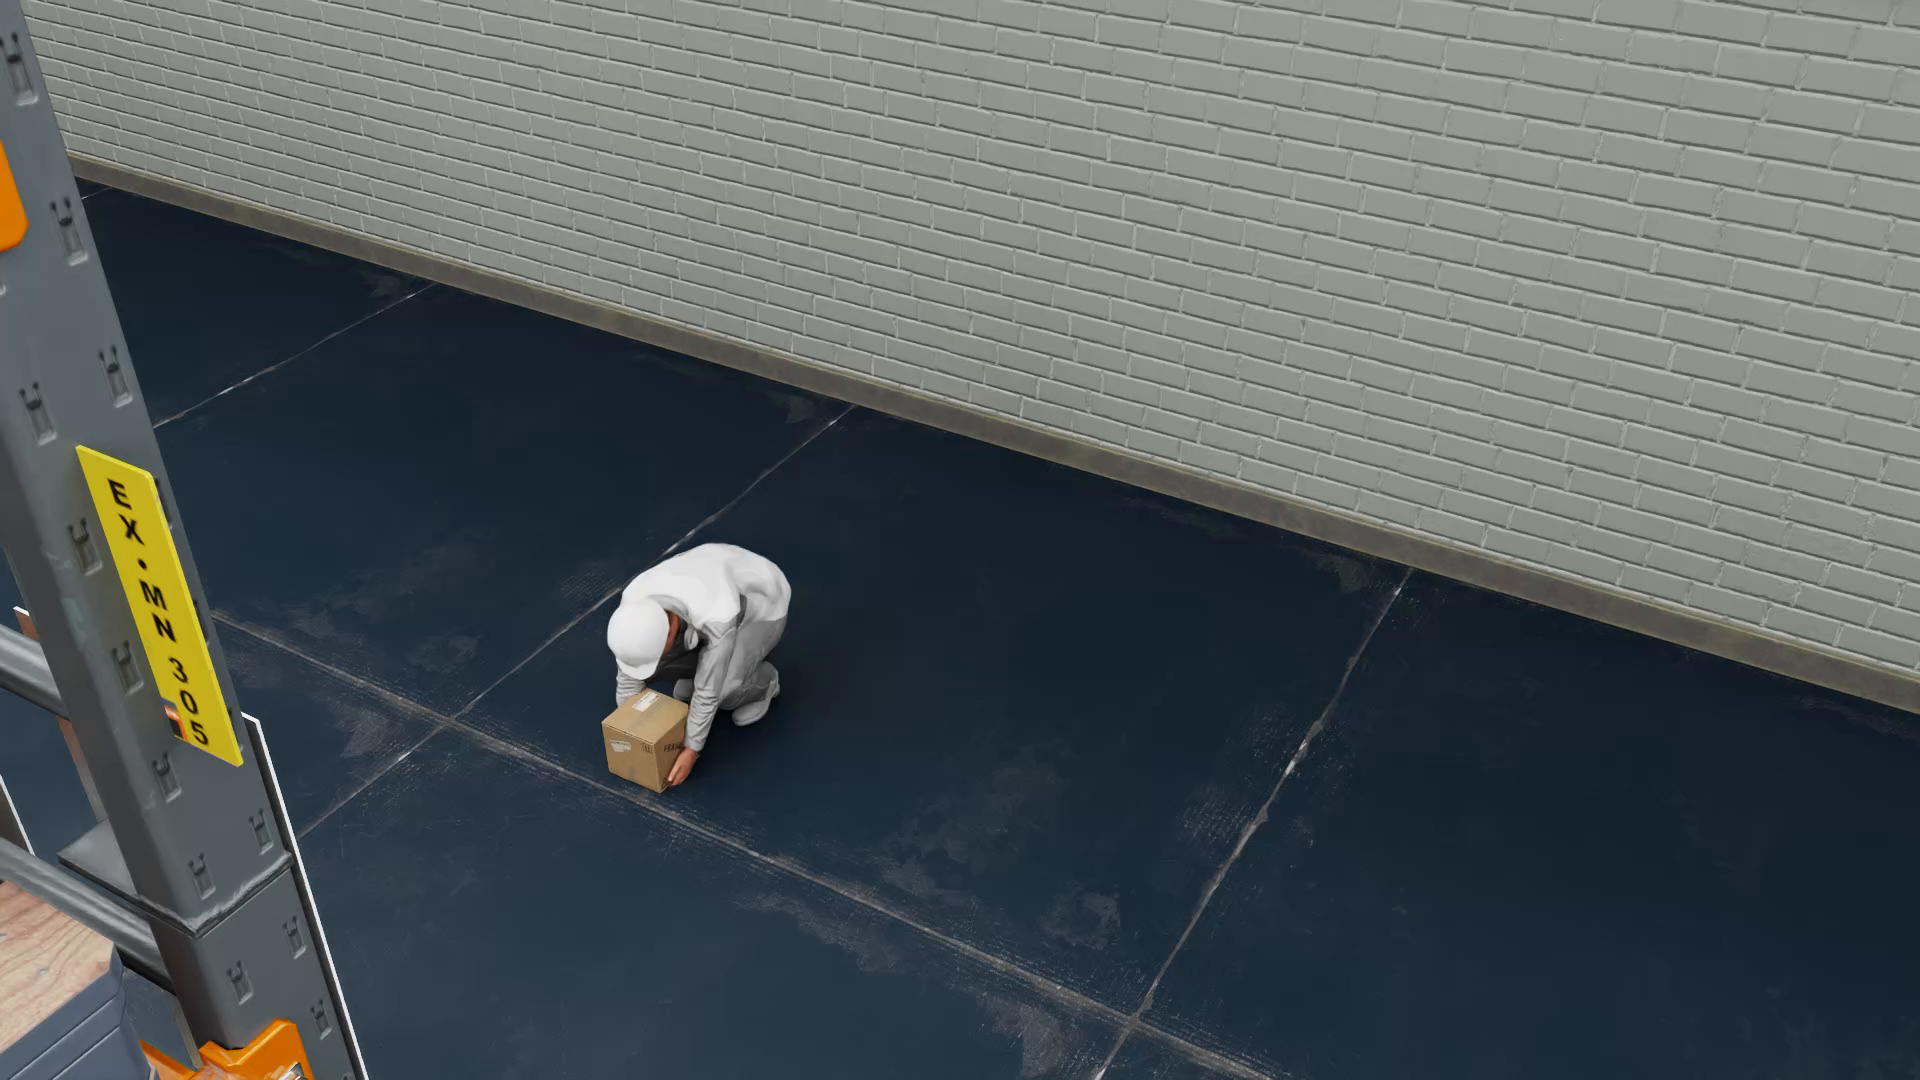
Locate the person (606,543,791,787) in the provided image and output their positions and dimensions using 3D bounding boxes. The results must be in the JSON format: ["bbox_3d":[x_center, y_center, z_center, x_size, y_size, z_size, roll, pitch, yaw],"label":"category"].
[{"bbox_3d":[-1.026,0.412,6.423,0.528,0.862,0.931,18,38,24],"label":"person"}]
